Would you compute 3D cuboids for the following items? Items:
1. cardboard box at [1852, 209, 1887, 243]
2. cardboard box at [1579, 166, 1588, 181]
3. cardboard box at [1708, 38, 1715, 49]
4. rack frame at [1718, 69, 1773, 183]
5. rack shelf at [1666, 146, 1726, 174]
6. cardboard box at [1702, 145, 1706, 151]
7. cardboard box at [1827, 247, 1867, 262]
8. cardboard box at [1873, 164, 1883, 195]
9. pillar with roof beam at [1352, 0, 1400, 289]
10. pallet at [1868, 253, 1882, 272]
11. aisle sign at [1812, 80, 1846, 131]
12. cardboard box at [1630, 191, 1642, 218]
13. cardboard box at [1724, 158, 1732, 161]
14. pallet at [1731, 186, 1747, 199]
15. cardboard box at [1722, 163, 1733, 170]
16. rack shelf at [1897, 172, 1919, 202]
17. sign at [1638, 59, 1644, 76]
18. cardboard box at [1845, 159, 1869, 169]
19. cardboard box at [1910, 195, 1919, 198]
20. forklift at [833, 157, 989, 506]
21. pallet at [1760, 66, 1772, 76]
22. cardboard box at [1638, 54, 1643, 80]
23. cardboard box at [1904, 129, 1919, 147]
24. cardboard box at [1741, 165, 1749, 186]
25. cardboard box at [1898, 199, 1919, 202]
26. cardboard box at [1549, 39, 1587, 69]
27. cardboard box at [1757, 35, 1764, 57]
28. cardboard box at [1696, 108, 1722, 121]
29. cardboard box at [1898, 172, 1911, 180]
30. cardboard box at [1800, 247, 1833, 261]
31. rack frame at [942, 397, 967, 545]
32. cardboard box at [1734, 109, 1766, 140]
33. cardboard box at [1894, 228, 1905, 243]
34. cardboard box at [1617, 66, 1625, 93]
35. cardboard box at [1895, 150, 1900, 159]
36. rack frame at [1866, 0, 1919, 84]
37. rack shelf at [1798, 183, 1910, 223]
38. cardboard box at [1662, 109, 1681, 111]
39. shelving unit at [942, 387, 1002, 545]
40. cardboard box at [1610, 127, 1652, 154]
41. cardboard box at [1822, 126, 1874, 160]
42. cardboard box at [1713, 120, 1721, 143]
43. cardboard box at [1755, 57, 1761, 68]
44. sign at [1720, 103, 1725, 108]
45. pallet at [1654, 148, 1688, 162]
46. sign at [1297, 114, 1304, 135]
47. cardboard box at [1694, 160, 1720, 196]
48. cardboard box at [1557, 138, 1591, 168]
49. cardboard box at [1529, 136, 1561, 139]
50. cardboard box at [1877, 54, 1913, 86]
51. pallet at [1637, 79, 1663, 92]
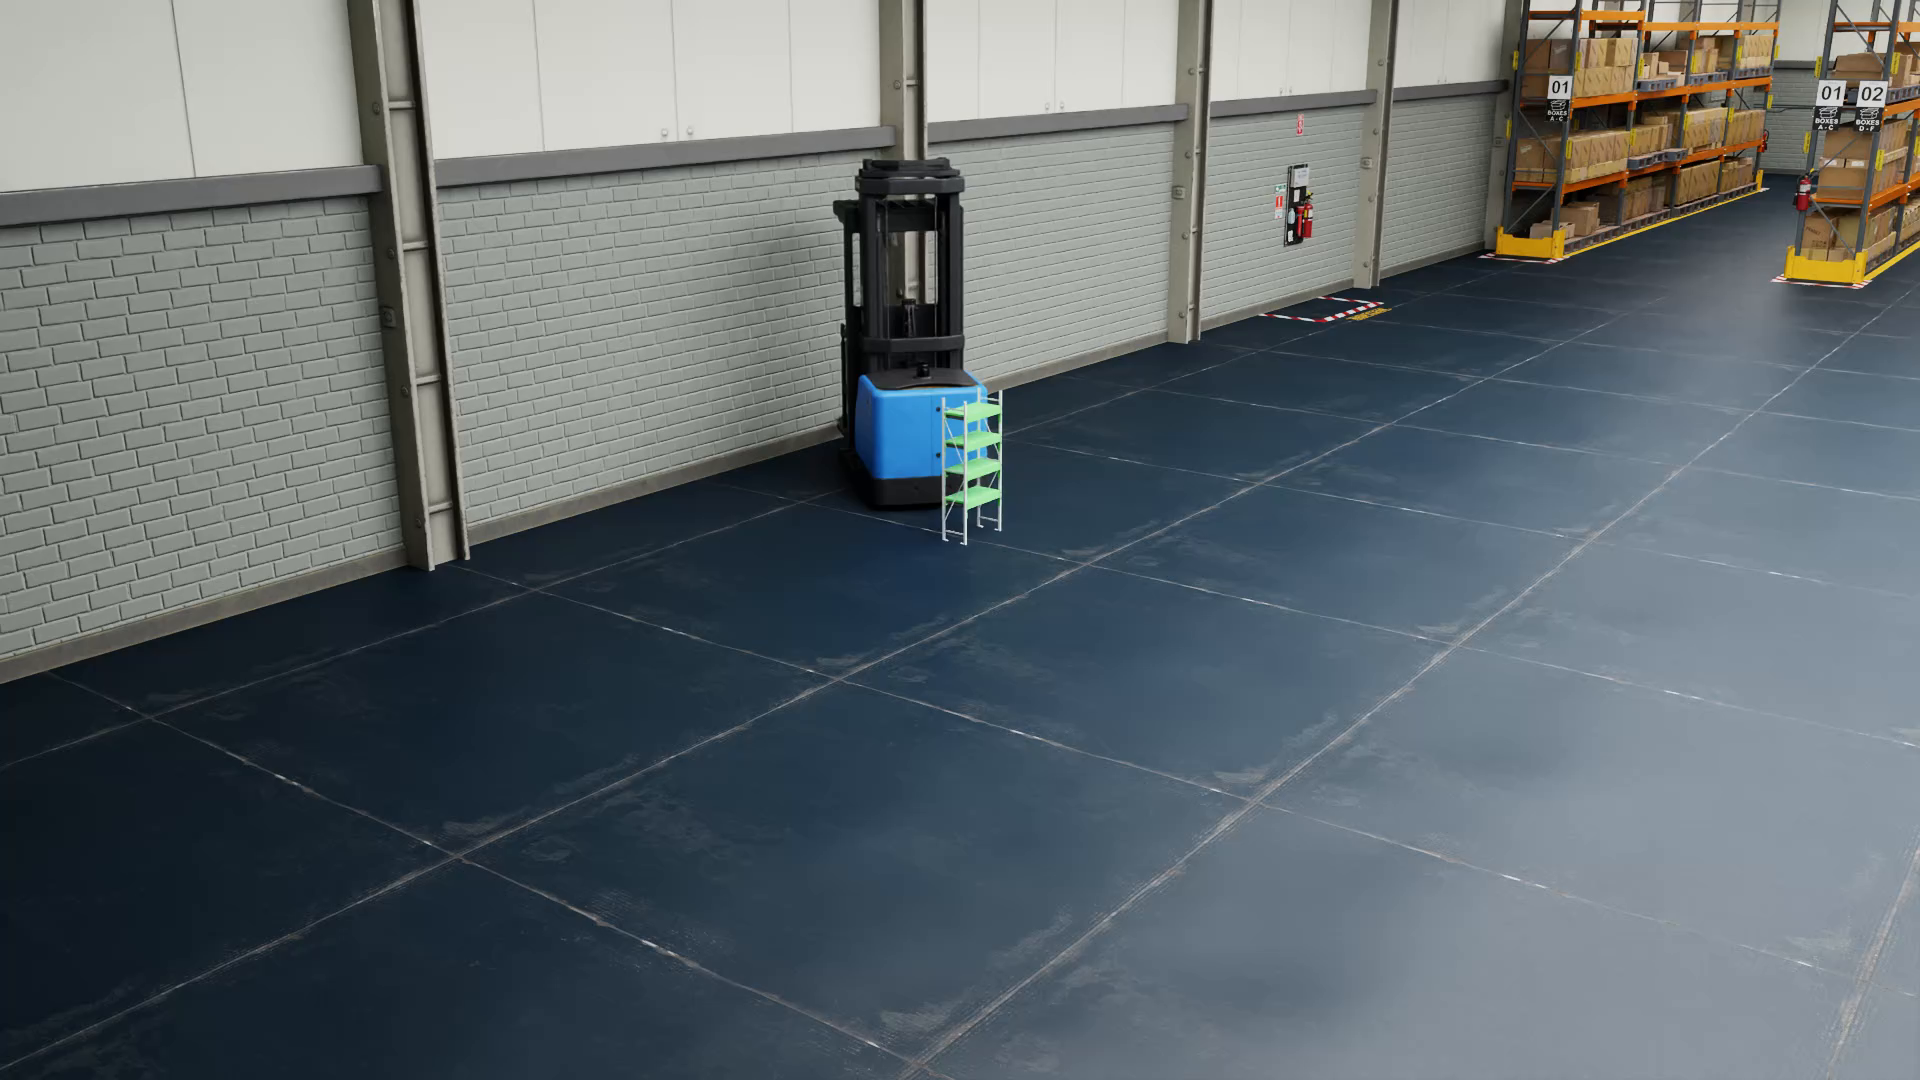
[{"bbox_3d":[15.808,-5.477,28.987,0.500,0.500,0.500,12,21,35],"label":"cardboard box"},{"bbox_3d":[11.277,-6.785,30.754,0.500,0.250,0.500,12,21,33],"label":"cardboard box"},{"bbox_3d":[16.953,-11.381,38.102,0.500,0.250,0.500,14,22,39],"label":"cardboard box"},{"bbox_3d":[19.966,-10.472,42.407,1.000,3.000,0.127,12,21,35],"label":"rack frame"},{"bbox_3d":[16.391,-8.699,37.911,1.077,0.370,4.000,12,21,35],"label":"rack shelf"},{"bbox_3d":[16.817,-8.983,38.003,0.380,0.149,0.250,12,21,33],"label":"cardboard box"},{"bbox_3d":[14.912,-4.762,27.949,0.500,0.250,0.500,12,21,35],"label":"cardboard box"},{"bbox_3d":[15.311,-6.186,28.438,0.700,0.500,0.500,13,21,35],"label":"cardboard box"},{"bbox_3d":[10.038,-7.656,23.223,9.100,9.000,0.400,12,21,35],"label":"pillar with roof beam"},{"bbox_3d":[15.563,-4.934,29.275,1.003,0.211,1.213,12,21,35],"label":"pallet"},{"bbox_3d":[14.138,-7.064,27.050,0.394,0.787,0.004,12,21,35],"label":"aisle sign"},{"bbox_3d":[13.846,-7.054,34.876,0.700,0.500,0.500,13,21,35],"label":"cardboard box"},{"bbox_3d":[19.093,-9.489,41.654,0.380,0.149,0.250,13,21,35],"label":"cardboard box"},{"bbox_3d":[18.825,-8.646,41.231,1.003,0.211,1.213,12,21,35],"label":"pallet"},{"bbox_3d":[18.461,-9.045,40.225,0.380,0.149,0.250,13,22,37],"label":"cardboard box"},{"bbox_3d":[17.988,-6.872,32.028,1.077,0.370,4.000,12,21,35],"label":"rack shelf"},{"bbox_3d":[13.257,-9.199,32.378,0.100,0.325,0.005,12,21,35],"label":"sign"},{"bbox_3d":[14.820,-6.199,27.386,0.380,0.149,0.250,12,21,34],"label":"cardboard box"},{"bbox_3d":[19.681,-6.766,33.947,0.500,0.500,0.500,14,22,37],"label":"cardboard box"},{"bbox_3d":[-0.565,-2.093,15.542,1.130,2.935,3.031,-4,18,-12],"label":"forklift"},{"bbox_3d":[19.533,-11.683,41.400,1.003,0.211,1.213,12,21,35],"label":"pallet"},{"bbox_3d":[13.206,-9.410,33.055,0.500,0.500,0.500,16,24,42],"label":"cardboard box"},{"bbox_3d":[19.465,-8.110,33.925,0.700,0.500,0.500,5,18,16],"label":"cardboard box"},{"bbox_3d":[19.331,-9.175,41.737,0.700,0.500,0.500,12,21,35],"label":"cardboard box"},{"bbox_3d":[18.761,-6.554,32.773,0.500,0.311,0.500,12,21,34],"label":"cardboard box"},{"bbox_3d":[10.857,-8.677,29.681,0.500,0.500,0.500,11,20,31],"label":"cardboard box"},{"bbox_3d":[19.138,-11.973,40.296,0.500,0.500,0.500,11,21,32],"label":"cardboard box"},{"bbox_3d":[17.198,-9.800,38.275,0.500,0.250,0.500,13,21,36],"label":"cardboard box"},{"bbox_3d":[17.489,-6.794,30.987,0.380,0.149,0.250,12,21,35],"label":"cardboard box"},{"bbox_3d":[14.496,-4.854,28.244,0.500,0.250,0.500,12,21,35],"label":"cardboard box"},{"bbox_3d":[-0.047,-0.554,13.506,0.240,1.200,0.015,12,21,35],"label":"rack frame"},{"bbox_3d":[19.670,-10.492,41.965,0.980,0.700,0.700,14,22,37],"label":"cardboard box"},{"bbox_3d":[17.236,-5.679,30.901,0.500,0.250,0.500,12,21,33],"label":"cardboard box"},{"bbox_3d":[12.402,-8.821,31.832,0.500,0.500,0.500,10,20,30],"label":"cardboard box"},{"bbox_3d":[16.348,-6.810,29.353,0.380,0.149,0.250,12,21,35],"label":"cardboard box"},{"bbox_3d":[16.797,-9.604,29.497,1.000,3.000,0.127,12,21,35],"label":"rack frame"},{"bbox_3d":[15.605,-5.919,28.960,1.077,0.370,4.000,12,21,35],"label":"rack shelf"},{"bbox_3d":[16.184,-9.643,37.771,0.500,0.250,0.500,12,21,33],"label":"cardboard box"},{"bbox_3d":[0.099,-0.612,13.693,0.258,1.200,0.503,12,21,35],"label":"shelving unit"},{"bbox_3d":[13.853,-8.281,34.441,0.700,0.500,0.500,16,24,42],"label":"cardboard box"},{"bbox_3d":[14.733,-6.575,27.503,0.700,0.500,0.500,13,21,35],"label":"cardboard box"},{"bbox_3d":[17.214,-9.441,38.382,0.500,0.500,0.500,13,21,35],"label":"cardboard box"},{"bbox_3d":[19.128,-11.611,40.392,0.500,0.250,0.500,12,21,33],"label":"cardboard box"},{"bbox_3d":[19.524,-11.022,42.587,0.100,0.325,0.005,12,21,35],"label":"sign"},{"bbox_3d":[14.861,-8.286,35.692,1.213,0.211,1.003,12,21,35],"label":"pallet"},{"bbox_3d":[4.992,-6.092,24.395,0.001,0.298,0.199,12,21,35],"label":"sign"},{"bbox_3d":[17.300,-8.515,39.023,0.750,0.750,0.750,13,21,35],"label":"cardboard box"},{"bbox_3d":[11.261,-7.133,30.612,0.500,0.500,0.500,12,21,35],"label":"cardboard box"},{"bbox_3d":[10.851,-7.225,30.906,0.500,0.500,0.500,13,21,35],"label":"cardboard box"},{"bbox_3d":[15.623,-7.881,27.895,0.500,0.500,0.500,12,21,35],"label":"cardboard box"},{"bbox_3d":[13.270,-9.085,33.199,1.213,0.211,1.003,12,21,35],"label":"pallet"}]
